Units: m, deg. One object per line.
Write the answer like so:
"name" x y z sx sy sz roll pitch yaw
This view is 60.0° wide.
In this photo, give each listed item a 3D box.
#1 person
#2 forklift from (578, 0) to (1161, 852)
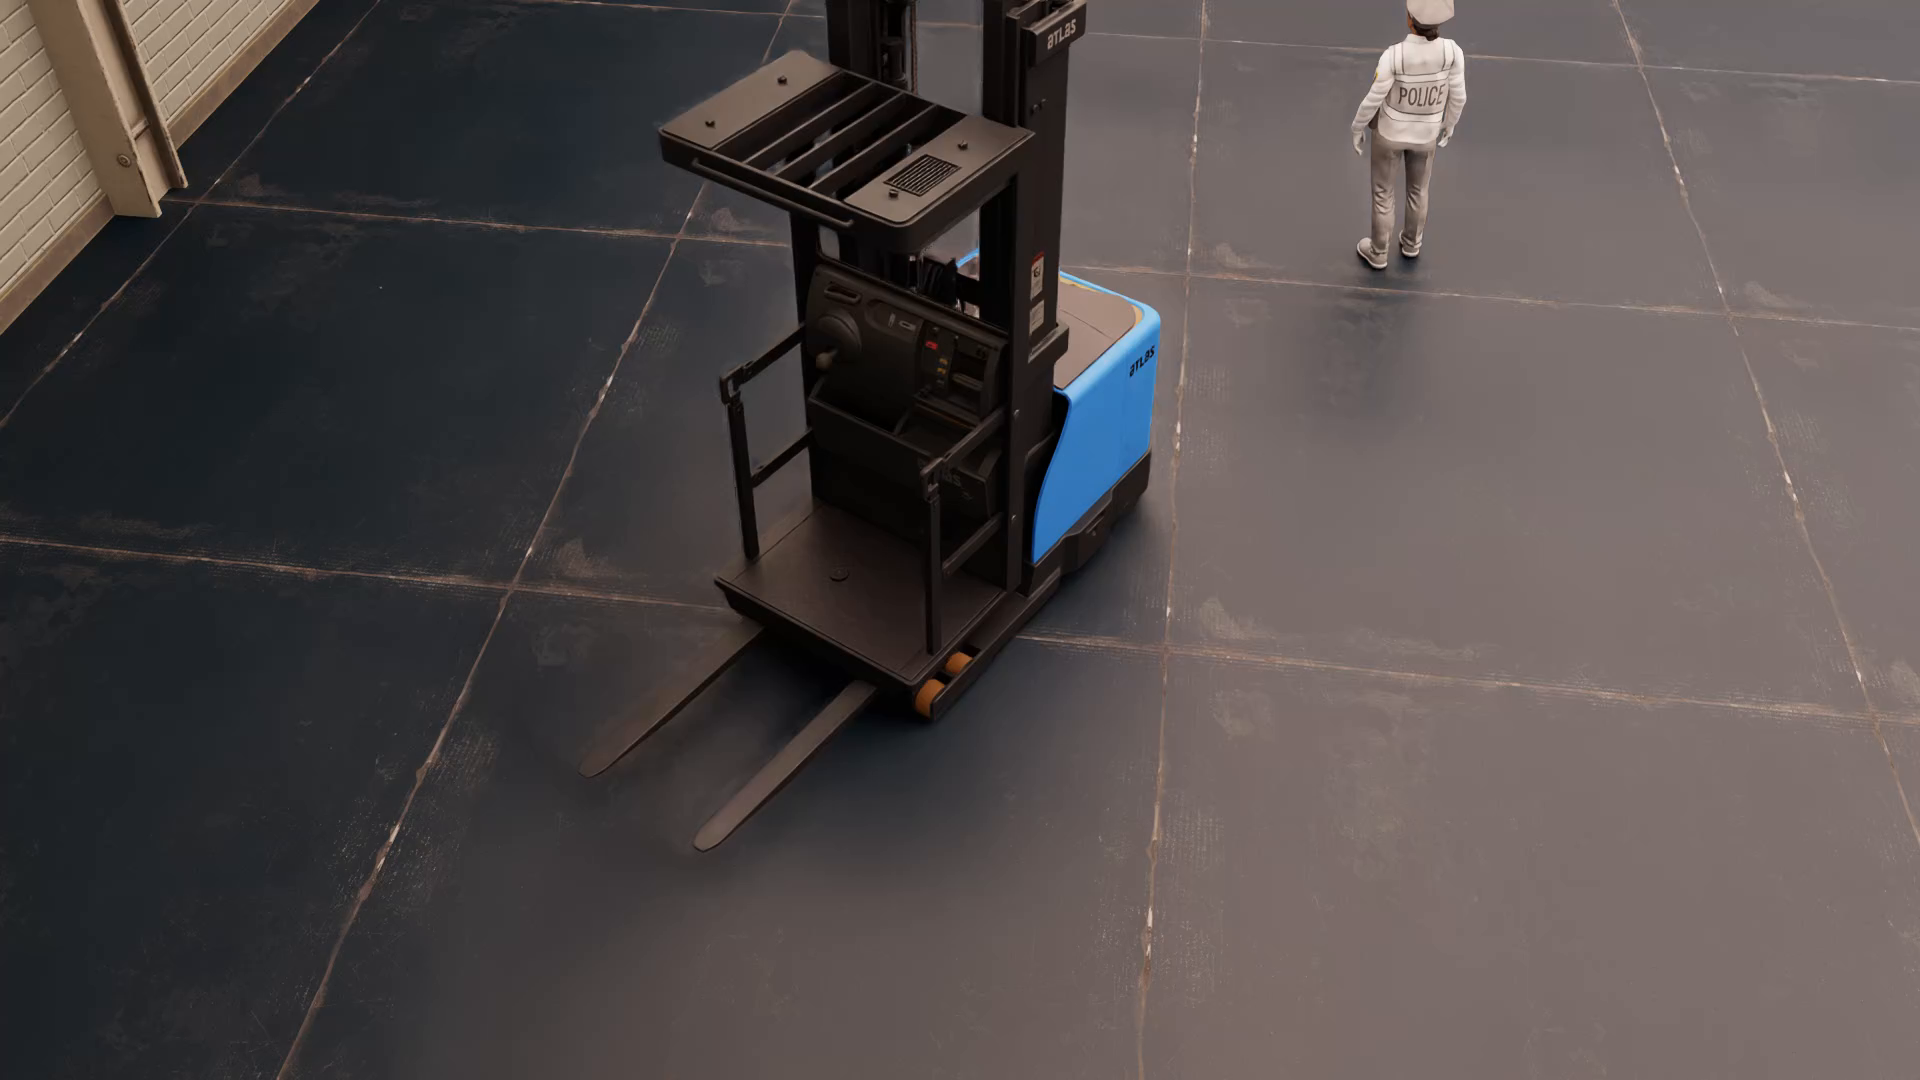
"person" 2.420 -2.260 9.088 0.588 1.695 0.532 -1 43 -2
"forklift" -0.355 -0.699 6.485 1.130 2.935 3.031 26 49 26
